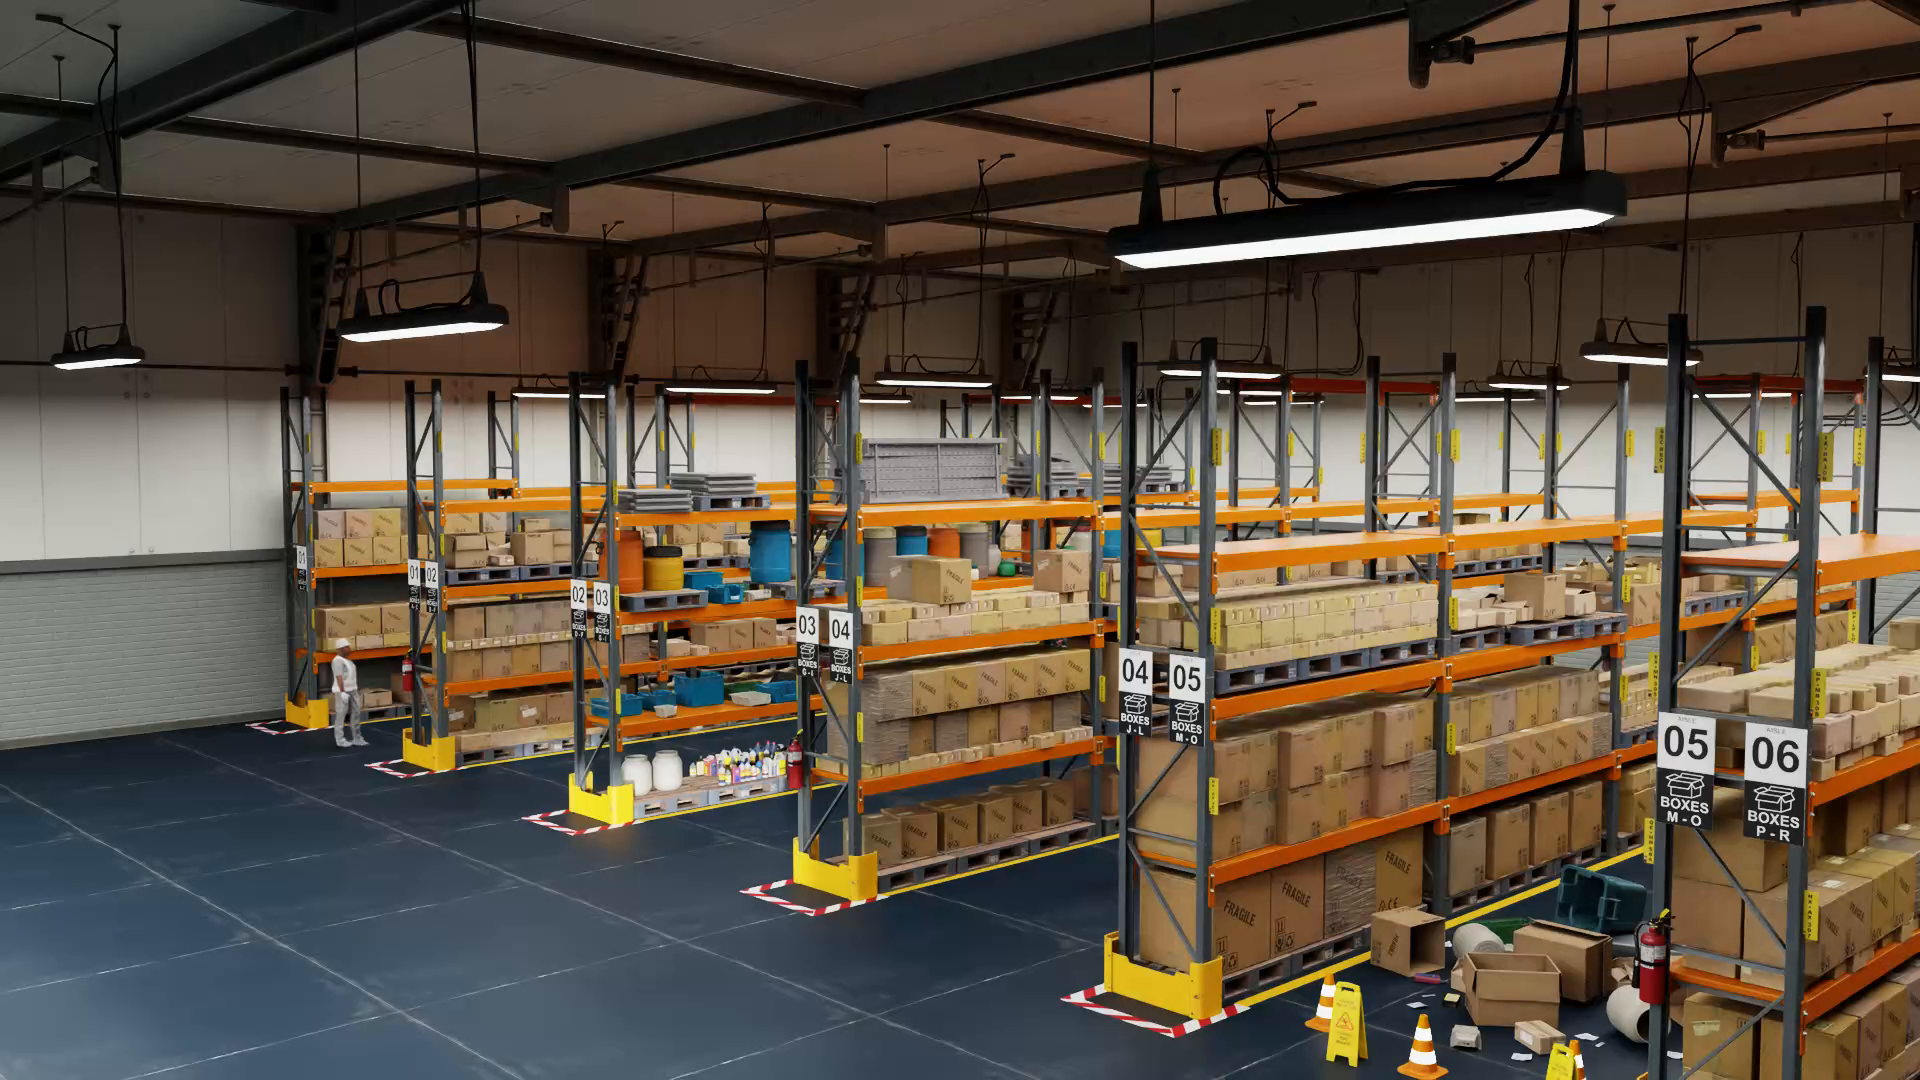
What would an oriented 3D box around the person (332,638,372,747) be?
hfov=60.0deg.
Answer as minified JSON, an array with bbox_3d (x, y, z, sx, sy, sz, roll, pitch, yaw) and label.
[{"bbox_3d":[-10.110,2.534,27.465,0.578,1.822,0.553,1,4,14],"label":"person"}]

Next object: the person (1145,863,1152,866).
[{"bbox_3d":[2.385,3.091,19.565,0.461,1.690,0.433,-1,4,-9],"label":"person"}]

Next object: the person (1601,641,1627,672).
[{"bbox_3d":[12.298,2.315,31.344,0.443,1.740,0.581,-2,4,-31],"label":"person"}]
